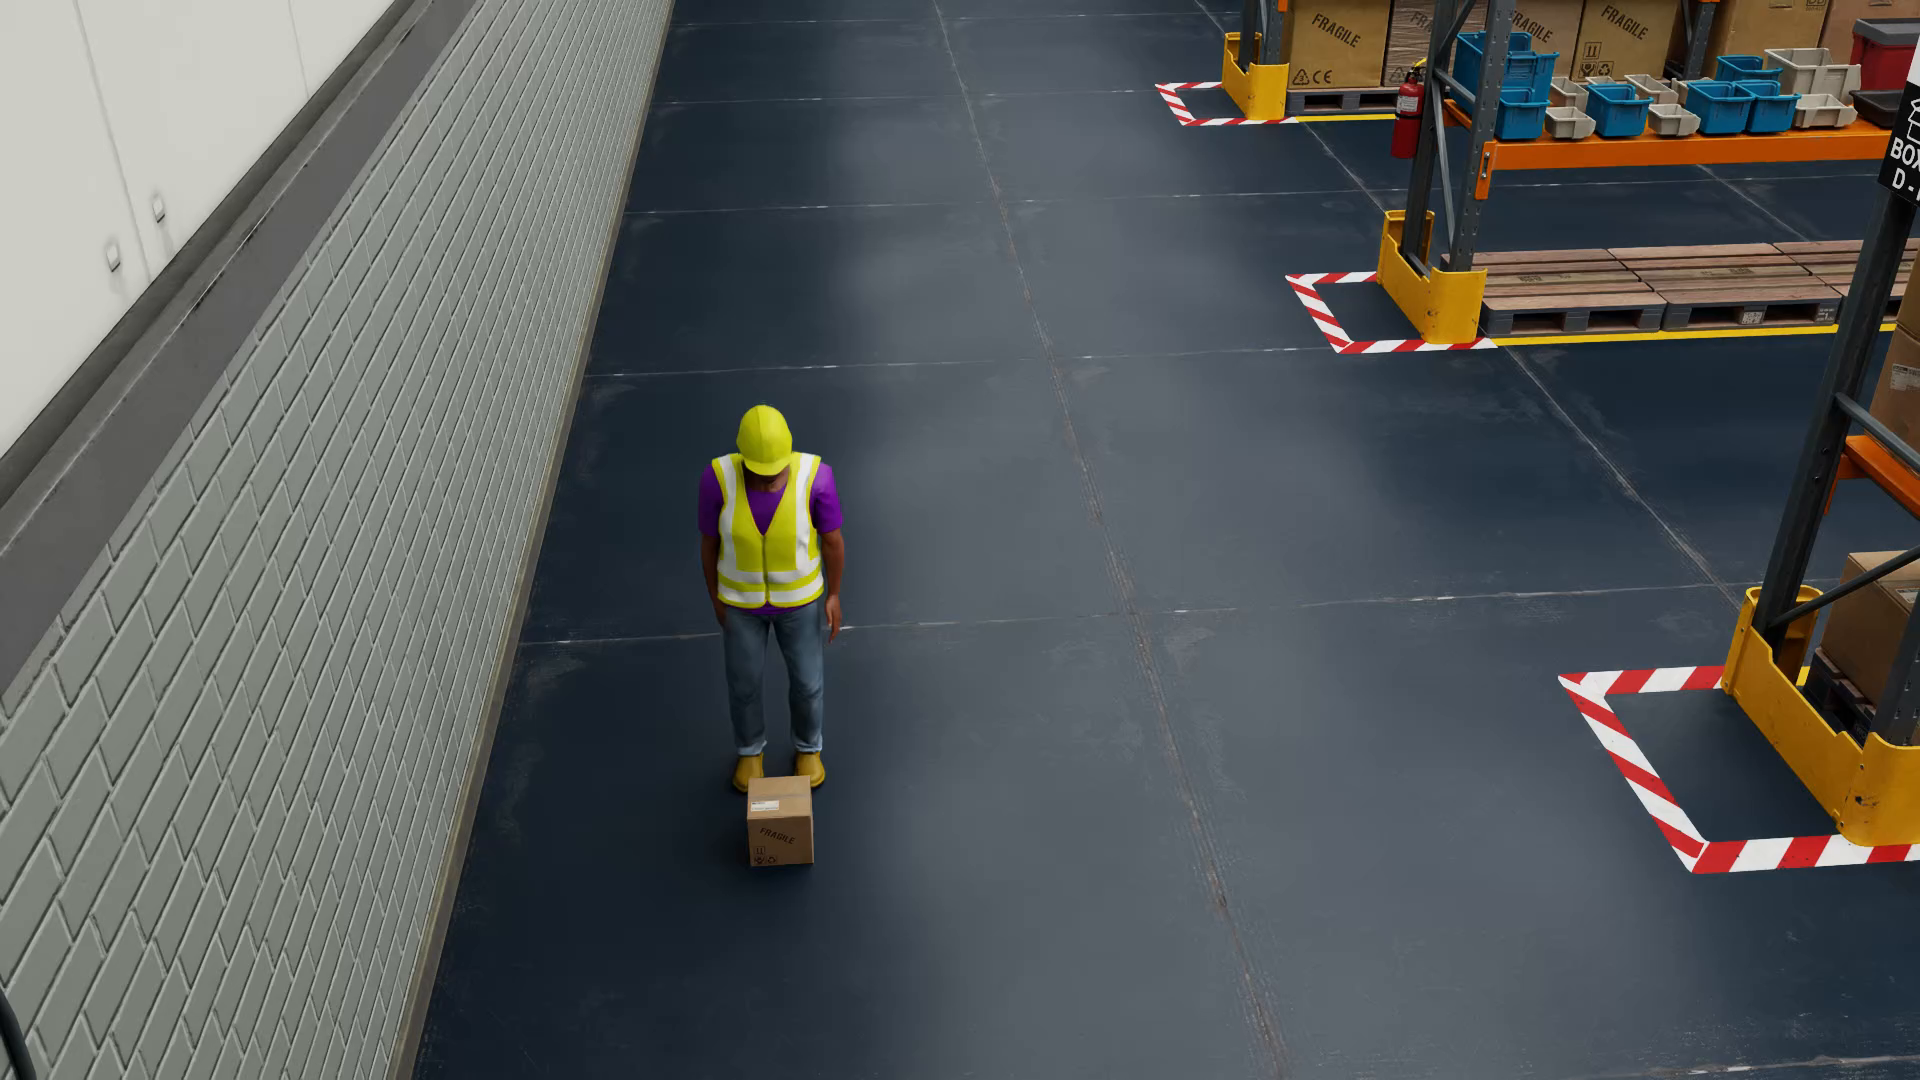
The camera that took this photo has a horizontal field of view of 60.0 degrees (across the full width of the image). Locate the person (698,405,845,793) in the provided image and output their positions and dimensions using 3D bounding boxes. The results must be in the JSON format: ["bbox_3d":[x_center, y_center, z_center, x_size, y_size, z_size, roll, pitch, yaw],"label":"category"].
[{"bbox_3d":[-0.745,0.237,6.698,0.575,1.749,0.390,-2,31,-4],"label":"person"}]
